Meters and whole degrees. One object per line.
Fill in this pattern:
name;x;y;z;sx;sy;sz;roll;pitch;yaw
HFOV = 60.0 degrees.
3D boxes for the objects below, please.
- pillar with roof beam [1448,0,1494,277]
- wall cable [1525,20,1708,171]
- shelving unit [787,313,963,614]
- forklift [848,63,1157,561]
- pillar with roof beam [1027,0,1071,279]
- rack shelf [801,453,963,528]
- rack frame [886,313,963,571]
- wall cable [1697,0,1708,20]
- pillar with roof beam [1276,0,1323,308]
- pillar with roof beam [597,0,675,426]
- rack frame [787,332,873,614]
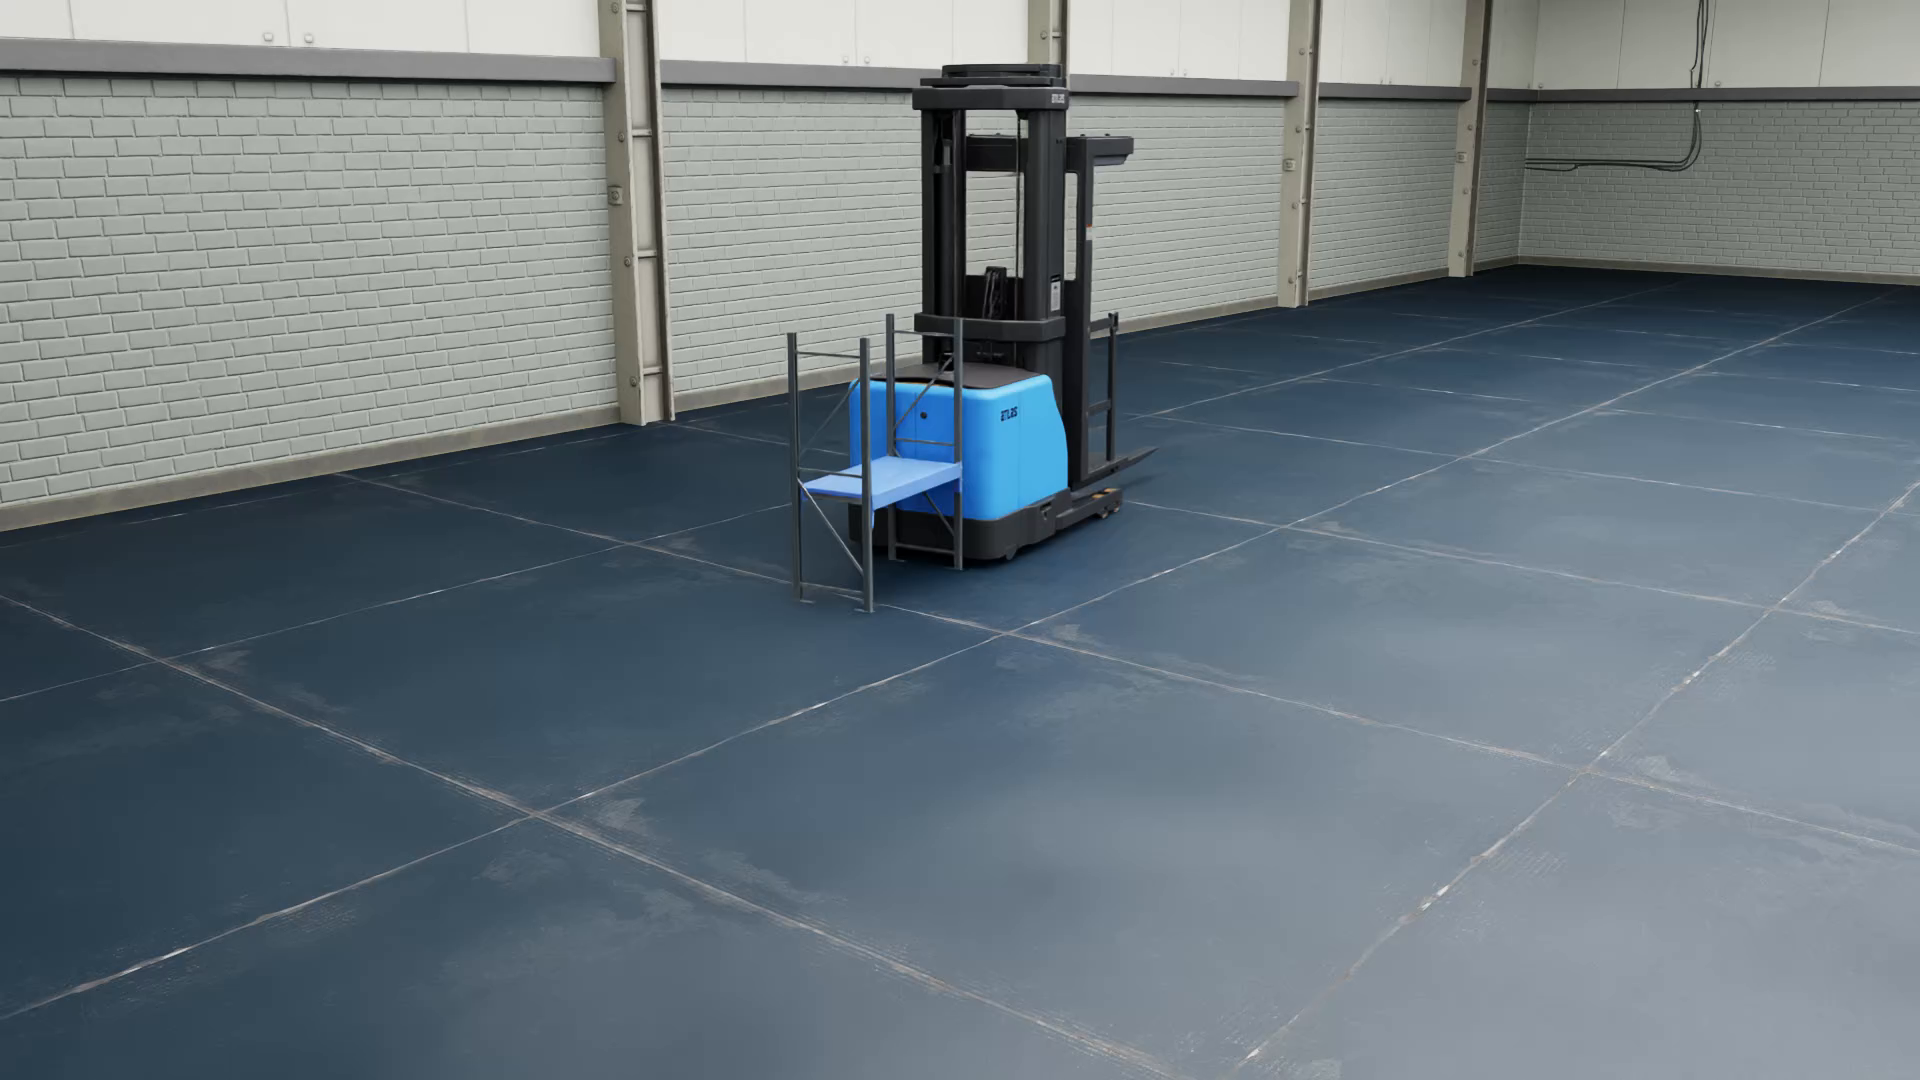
pillar with roof beam;11.876;-8.204;24.642;9.100;9.000;0.400;11;18;38
wall cable;11.408;-7.725;29.062;3.097;2.526;0.112;11;18;38
shelving unit;-0.455;-0.466;9.411;0.538;1.500;1.048;8;16;28
forklift;0.459;-1.613;11.019;1.130;2.935;3.031;8;16;28
pillar with roof beam;4.334;-5.906;15.595;9.100;9.000;0.400;11;18;38
rack shelf;-0.455;-0.292;9.455;0.538;0.185;1.000;8;16;28
rack frame;-0.211;-0.576;9.843;0.500;1.500;0.032;8;16;28
wall cable;13.512;-9.754;26.792;3.097;2.526;0.112;11;18;38
pillar with roof beam;8.105;-7.055;20.118;9.100;9.000;0.400;11;18;38
pillar with roof beam;0.563;-4.757;11.072;9.100;9.000;0.400;11;18;38
rack frame;-0.699;-0.356;8.979;0.500;1.500;0.032;8;16;28
